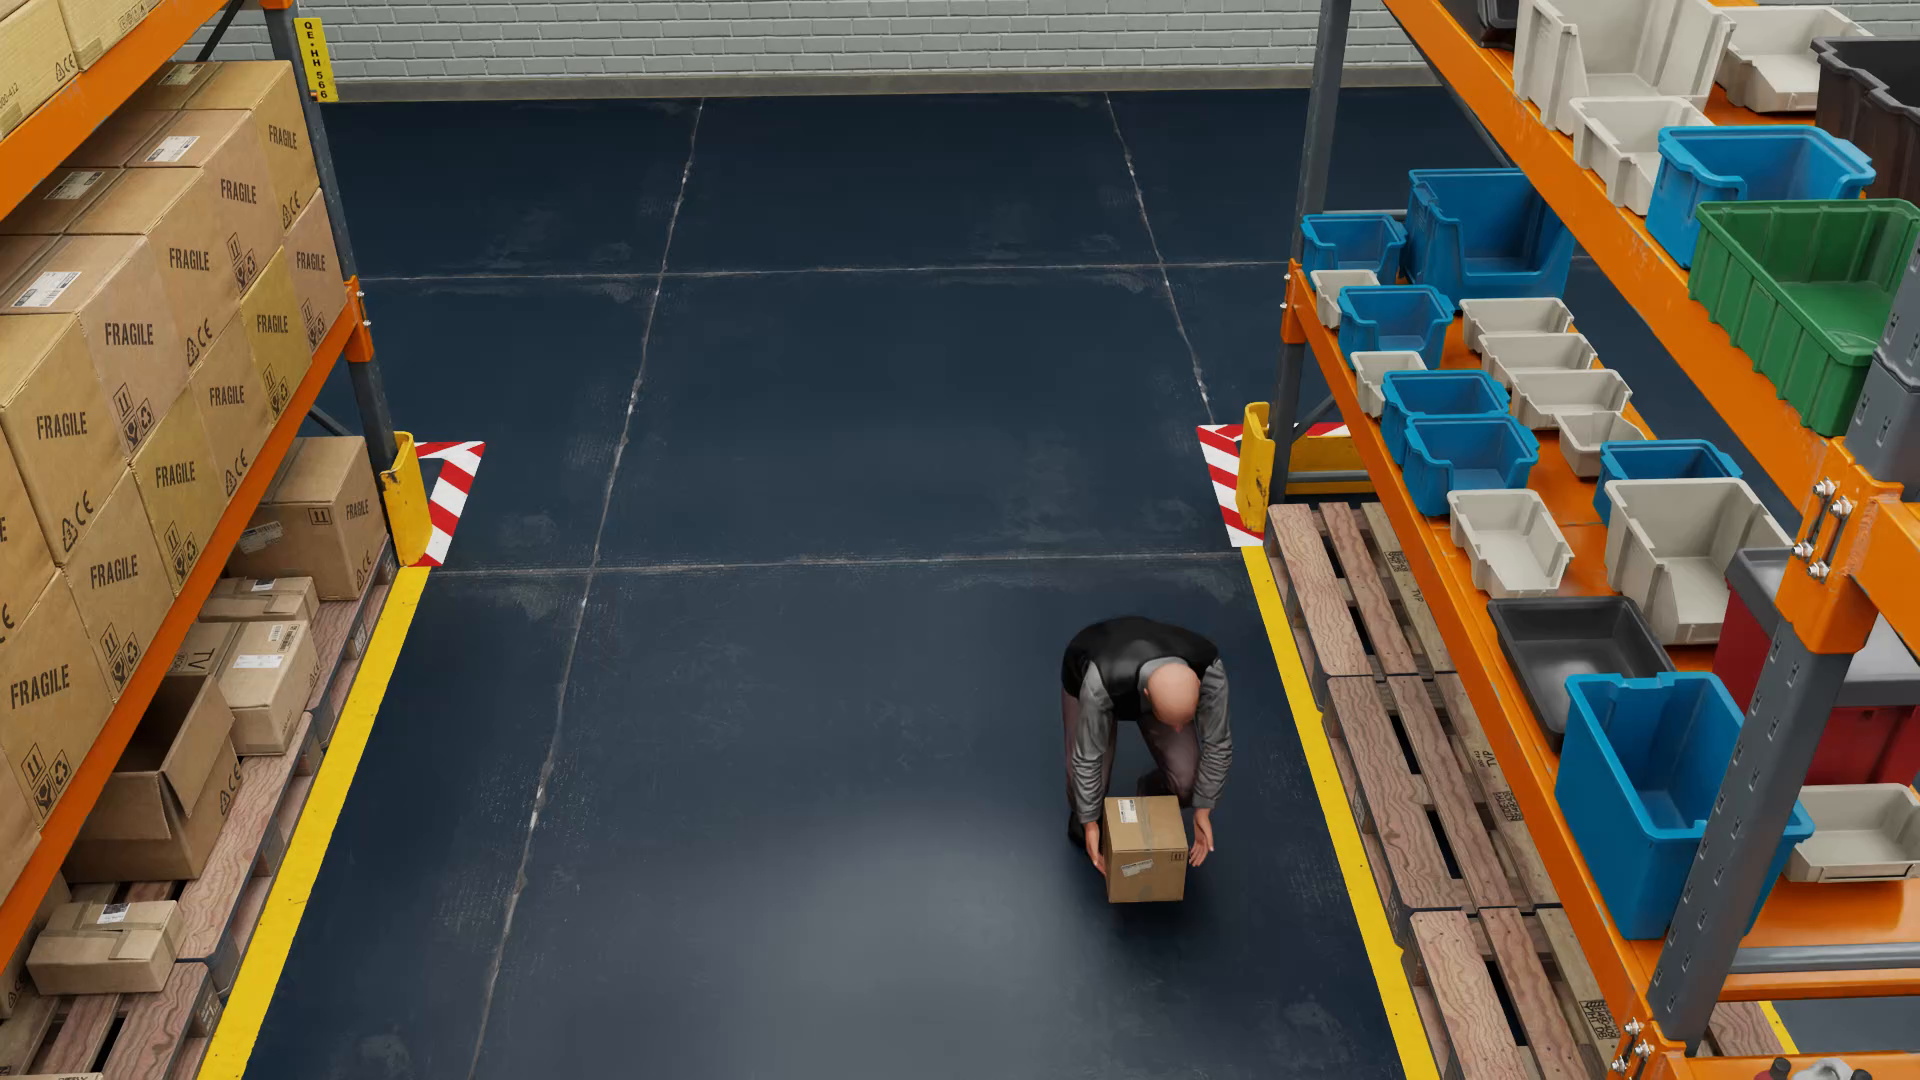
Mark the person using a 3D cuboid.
[{"bbox_3d":[0.639,0.663,5.800,0.553,1.062,0.837,-2,35,-2],"label":"person"}]
